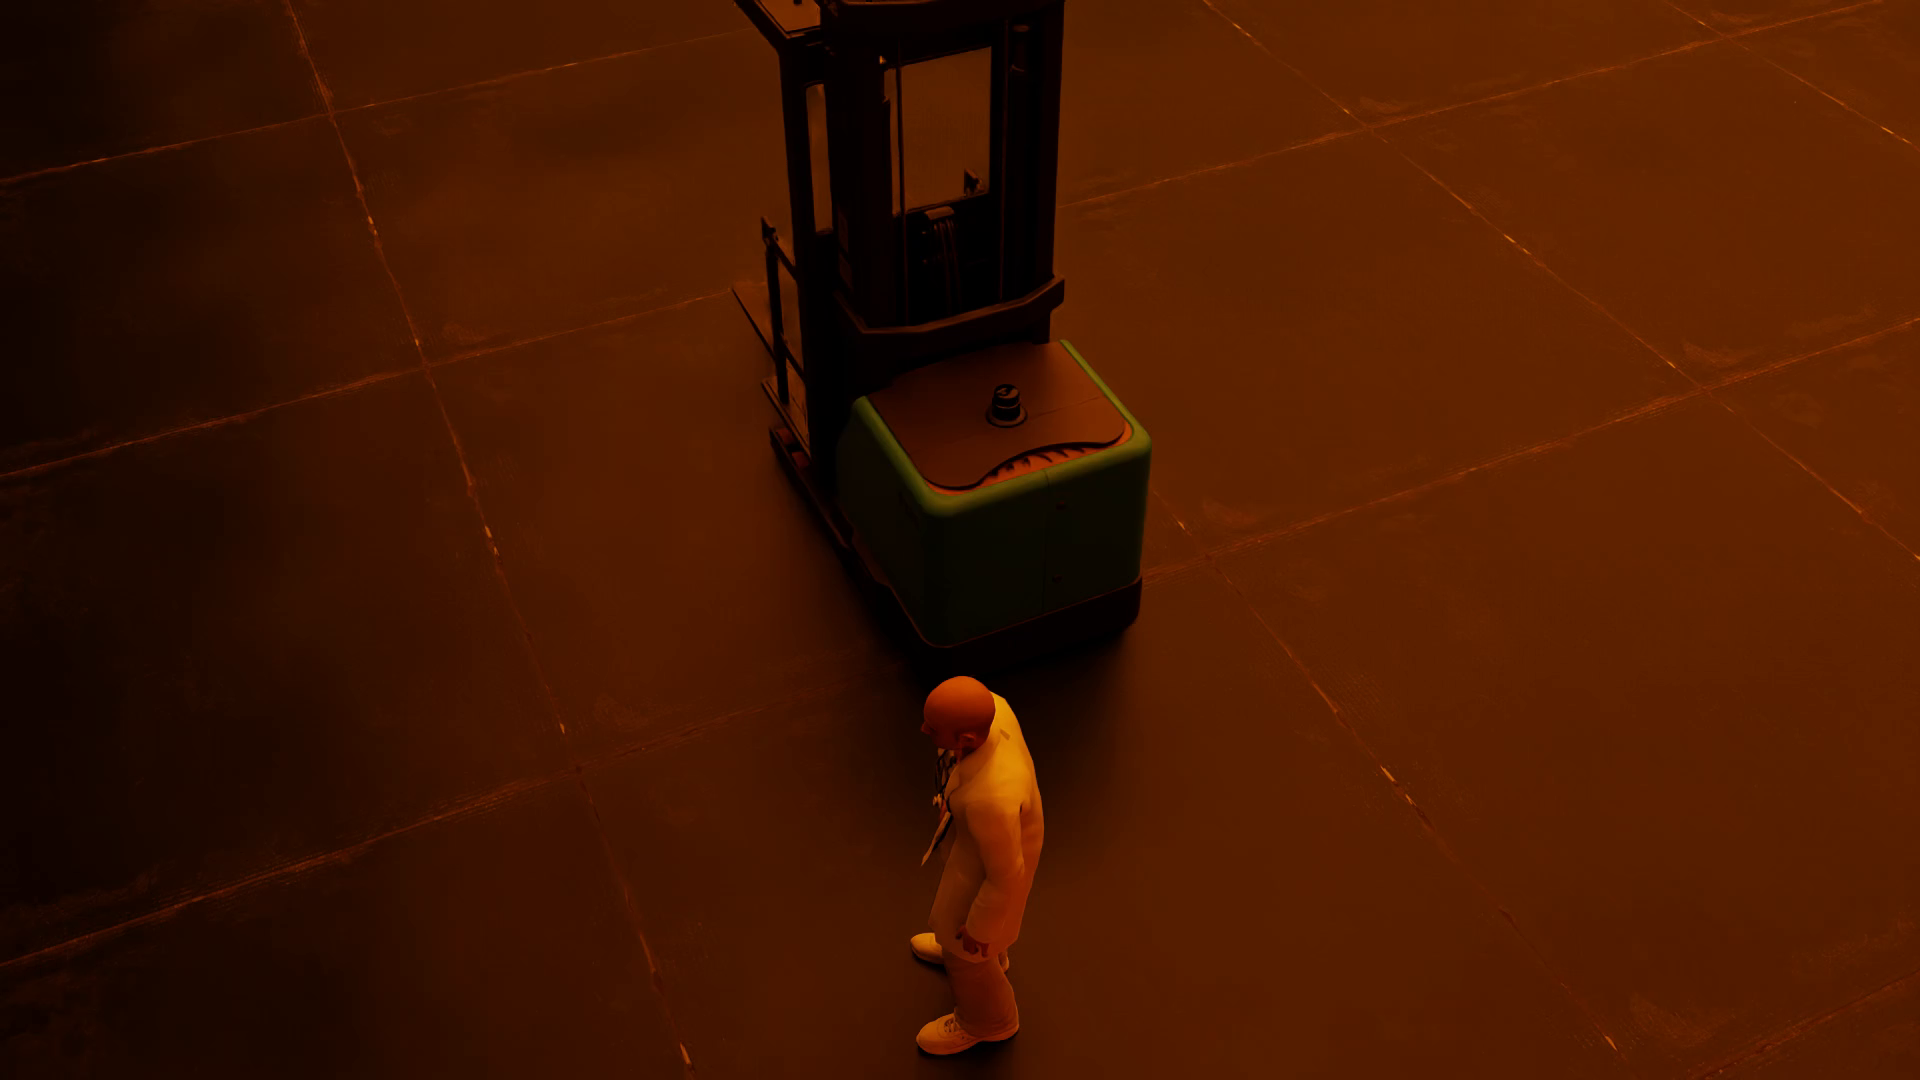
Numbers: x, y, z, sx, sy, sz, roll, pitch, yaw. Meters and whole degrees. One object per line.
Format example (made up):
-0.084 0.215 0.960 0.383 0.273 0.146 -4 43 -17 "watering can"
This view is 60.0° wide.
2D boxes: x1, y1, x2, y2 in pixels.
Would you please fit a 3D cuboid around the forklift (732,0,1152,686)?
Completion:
-0.287 -1.461 7.245 1.130 2.935 3.031 -18 46 -18 "forklift"

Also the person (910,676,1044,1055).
0.046 1.046 5.408 0.431 1.772 0.648 -4 43 -4 "person"
